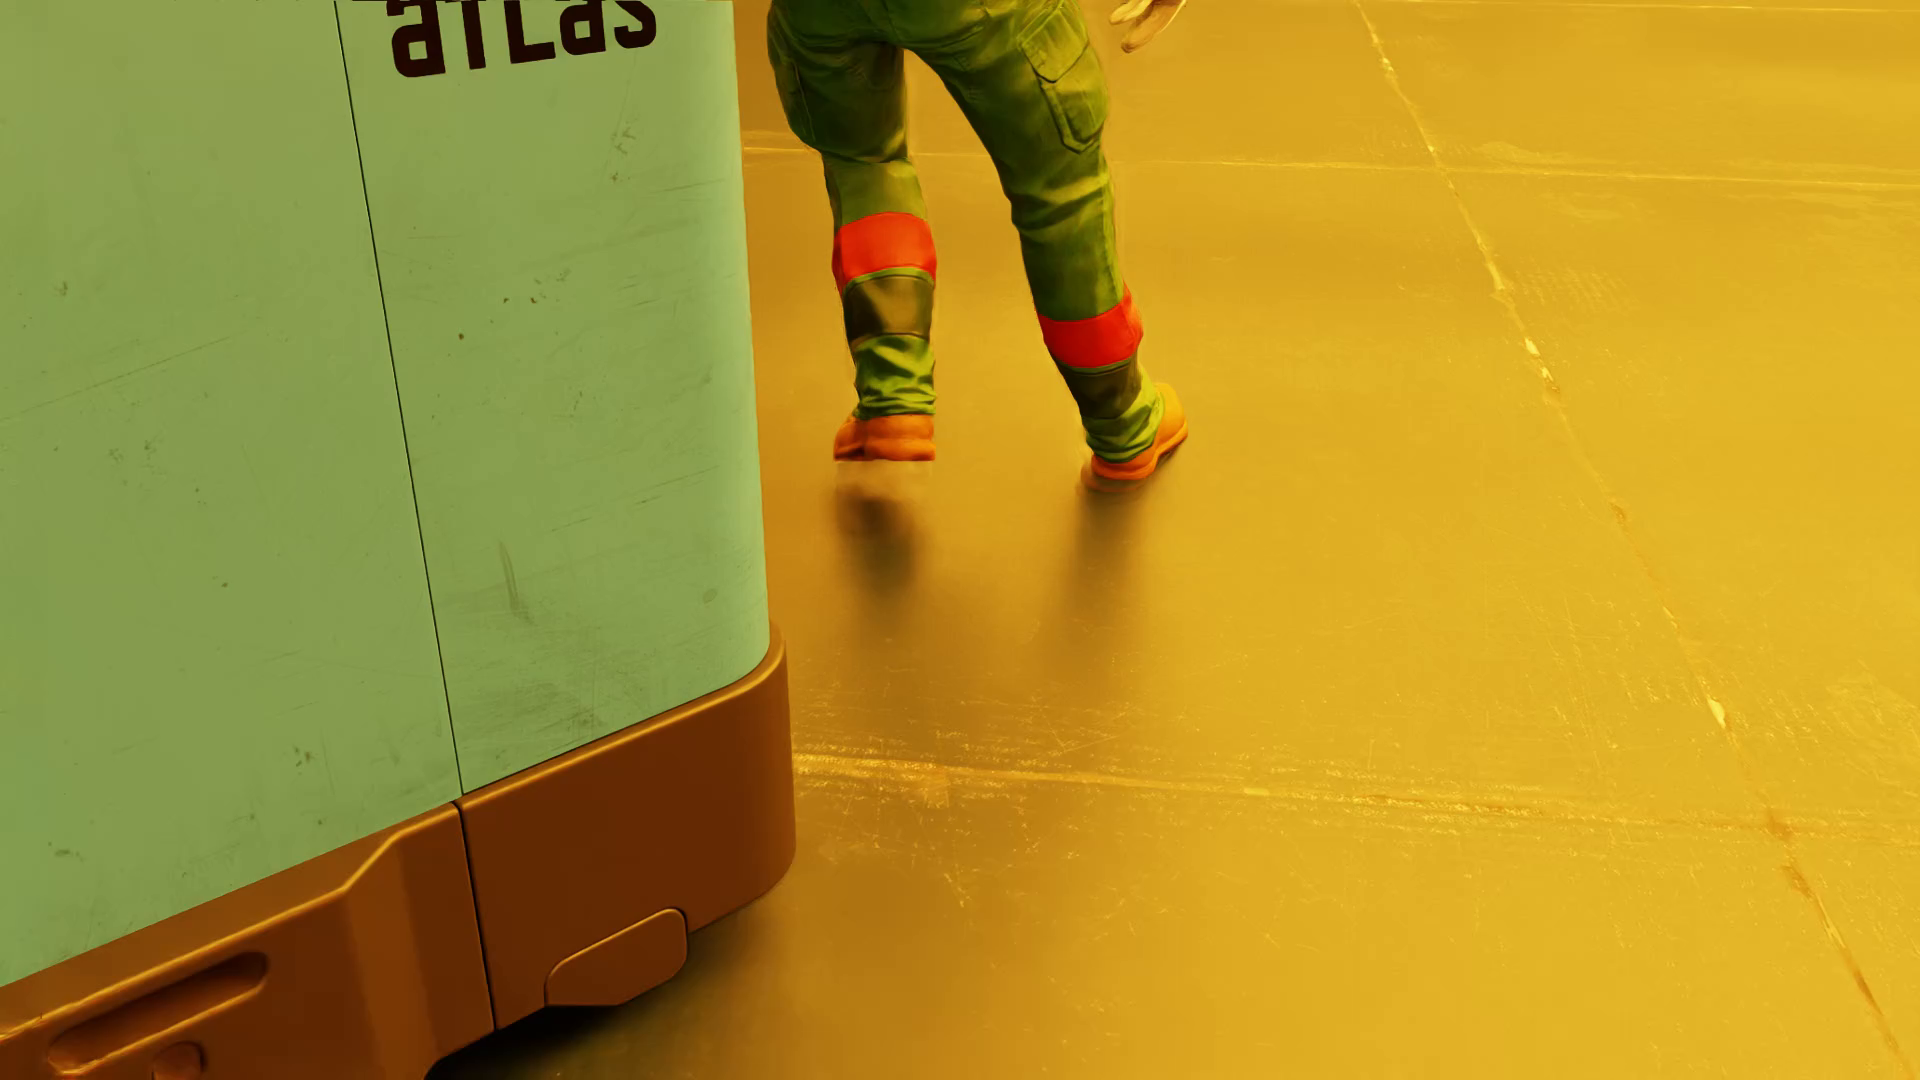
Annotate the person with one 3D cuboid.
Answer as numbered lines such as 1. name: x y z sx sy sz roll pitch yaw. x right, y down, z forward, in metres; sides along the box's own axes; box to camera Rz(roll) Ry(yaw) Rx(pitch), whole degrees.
1. person: -0.019 -0.879 2.358 0.733 1.740 0.664 8 27 15

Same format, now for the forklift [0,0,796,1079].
1. forklift: -1.609 -0.656 0.531 3.031 2.935 1.130 -21 34 -36
